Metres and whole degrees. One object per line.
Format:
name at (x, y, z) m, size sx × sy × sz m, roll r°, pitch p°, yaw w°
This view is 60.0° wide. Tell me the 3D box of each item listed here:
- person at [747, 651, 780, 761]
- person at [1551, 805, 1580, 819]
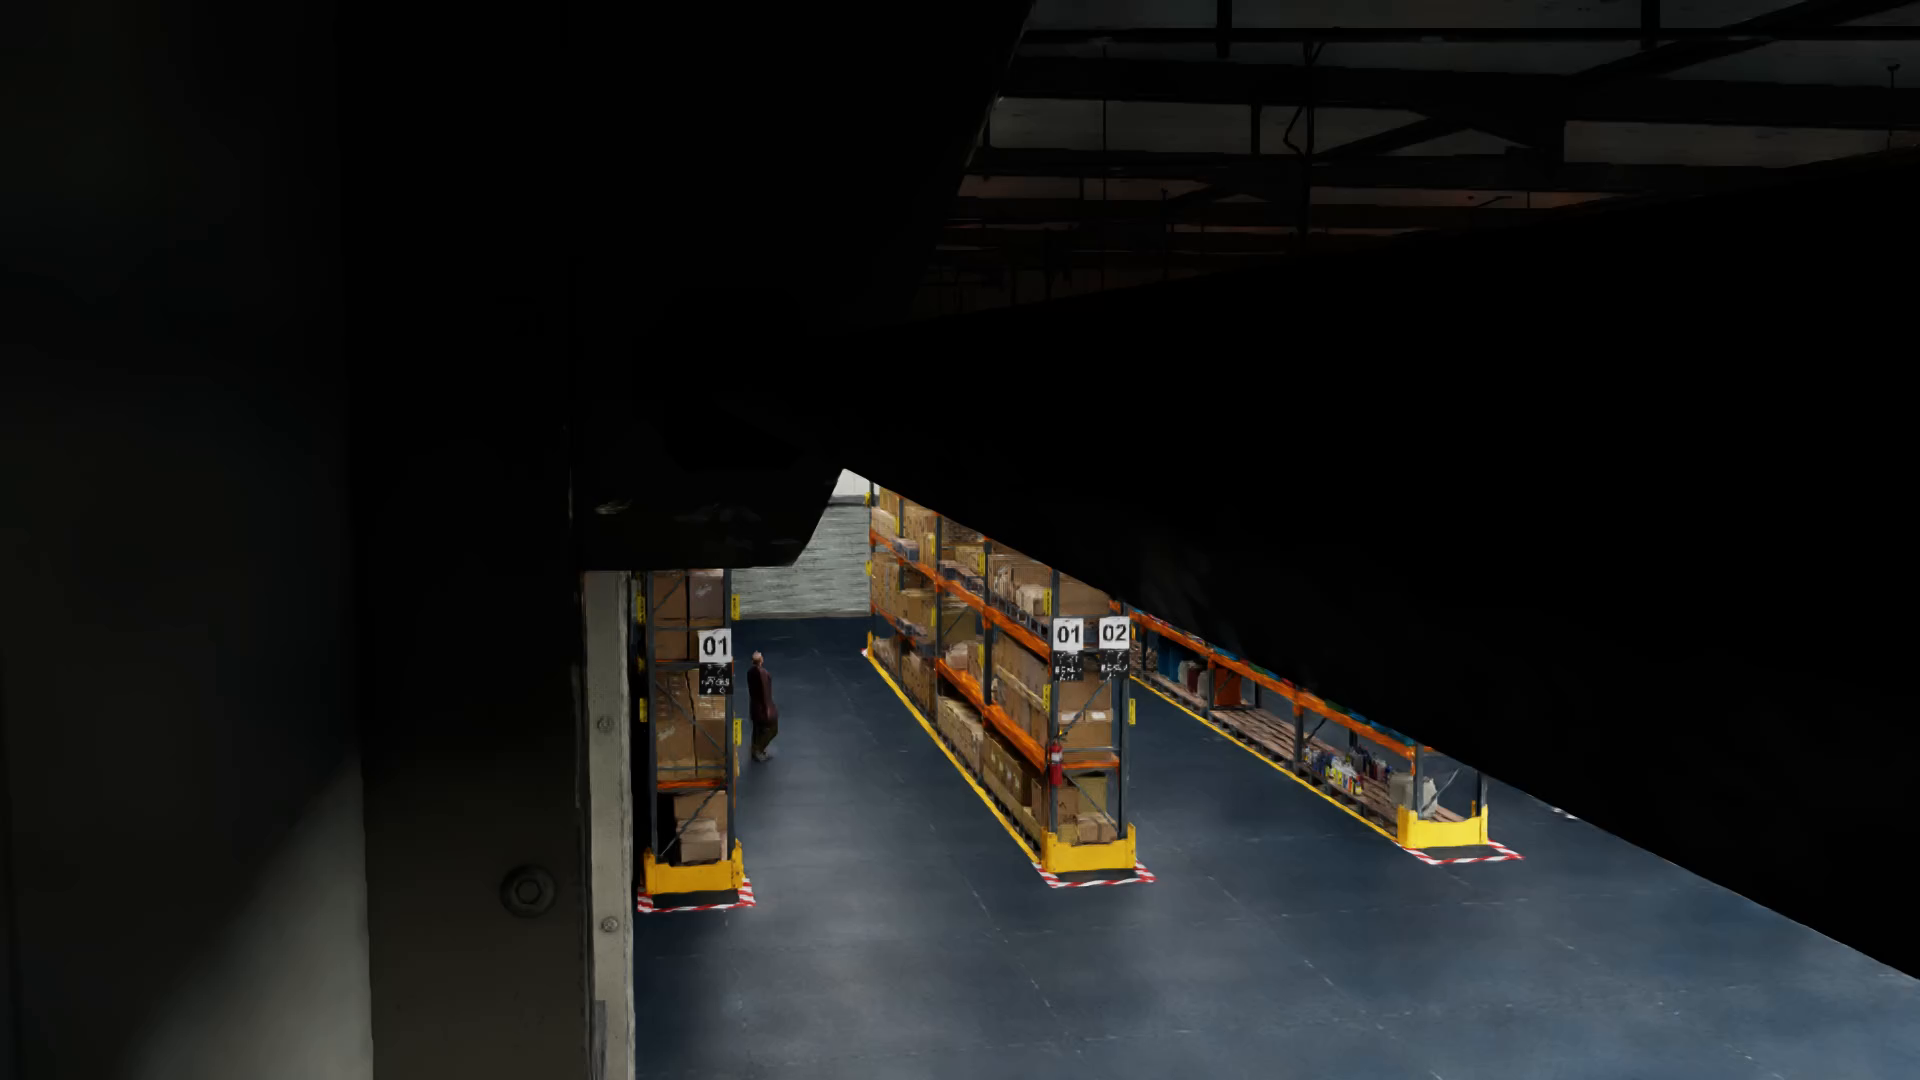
person at (-3.194, 2.665, 26.634) m, size 0.518 × 1.778 × 0.627 m, roll -4°, pitch 7°, yaw -36°
person at (8.541, 3.050, 23.370) m, size 0.426 × 1.676 × 0.498 m, roll -5°, pitch 8°, yaw -40°
